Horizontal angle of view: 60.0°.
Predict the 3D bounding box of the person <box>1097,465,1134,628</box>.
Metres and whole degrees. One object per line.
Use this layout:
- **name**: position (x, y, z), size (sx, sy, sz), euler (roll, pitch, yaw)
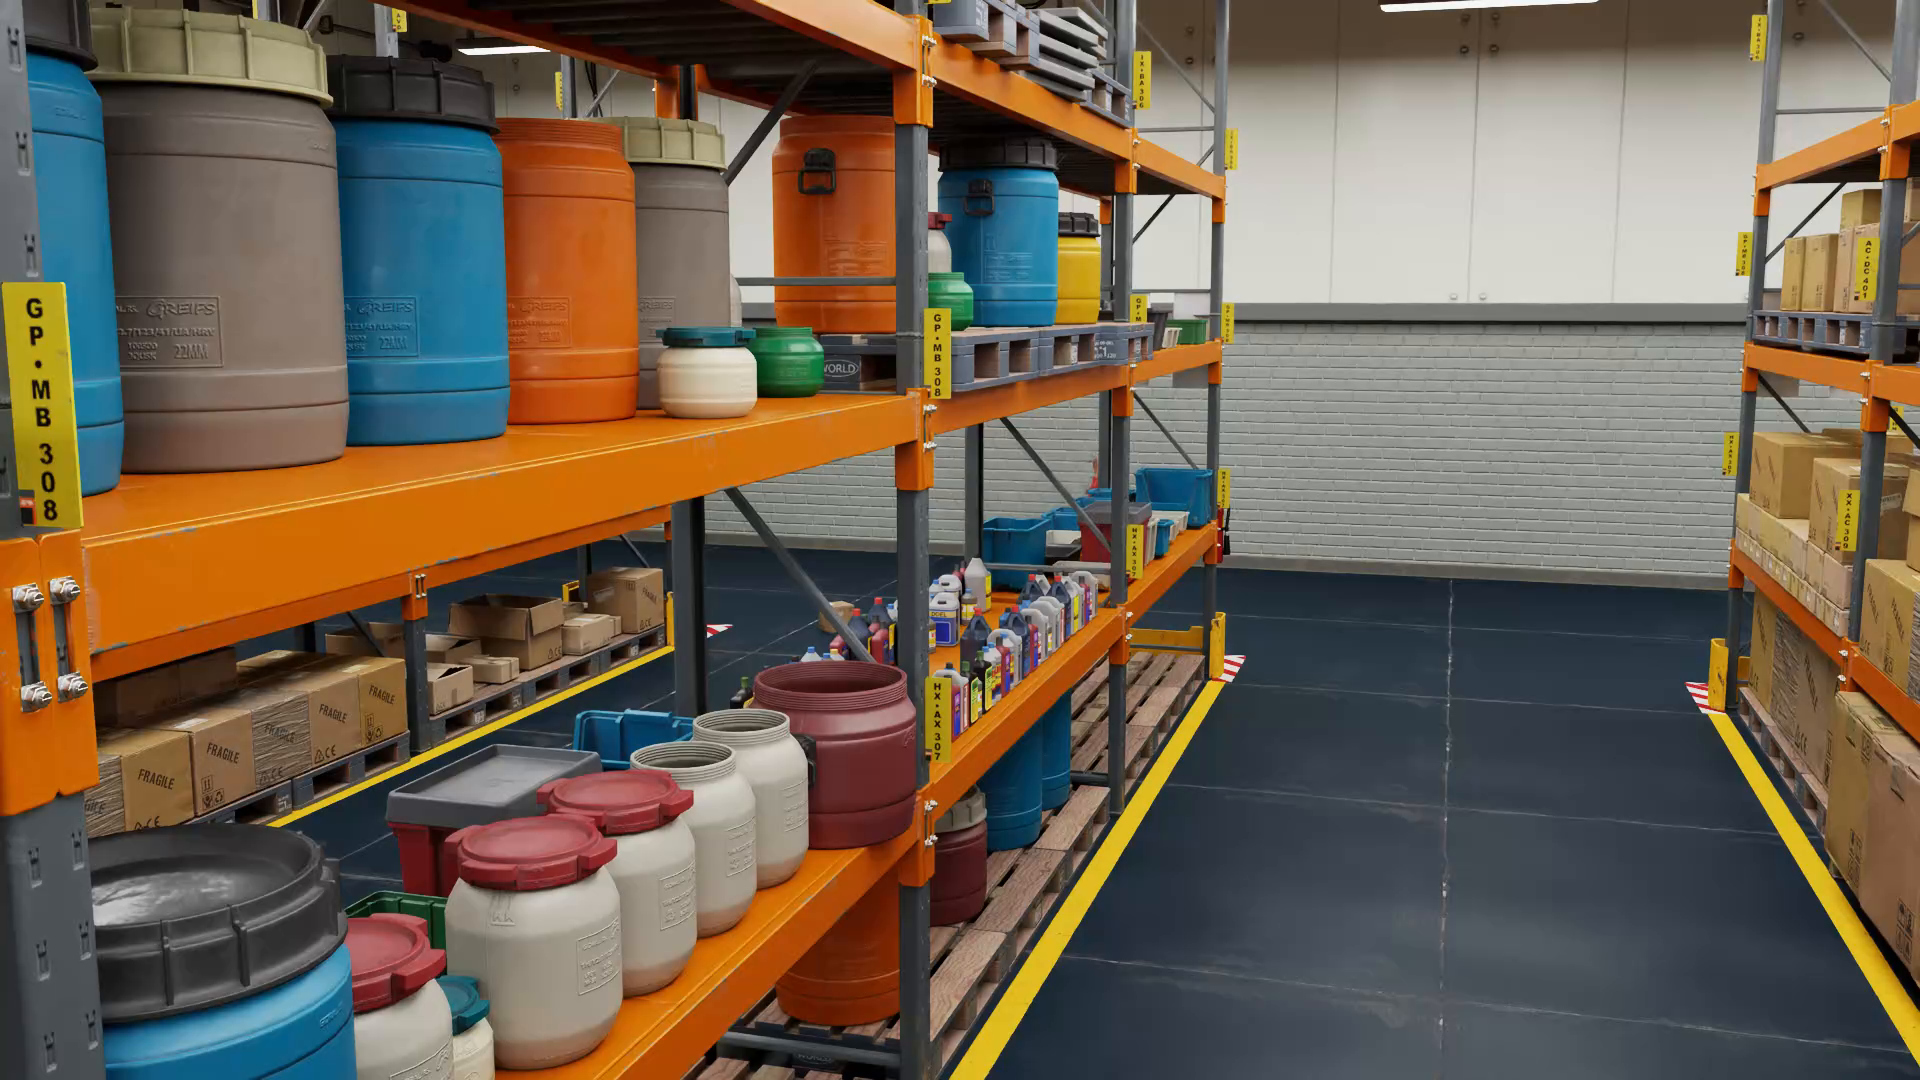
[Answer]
- **person**: position (1.340, 0.064, 15.275), size (0.533, 1.542, 0.427), euler (2, 9, 14)
